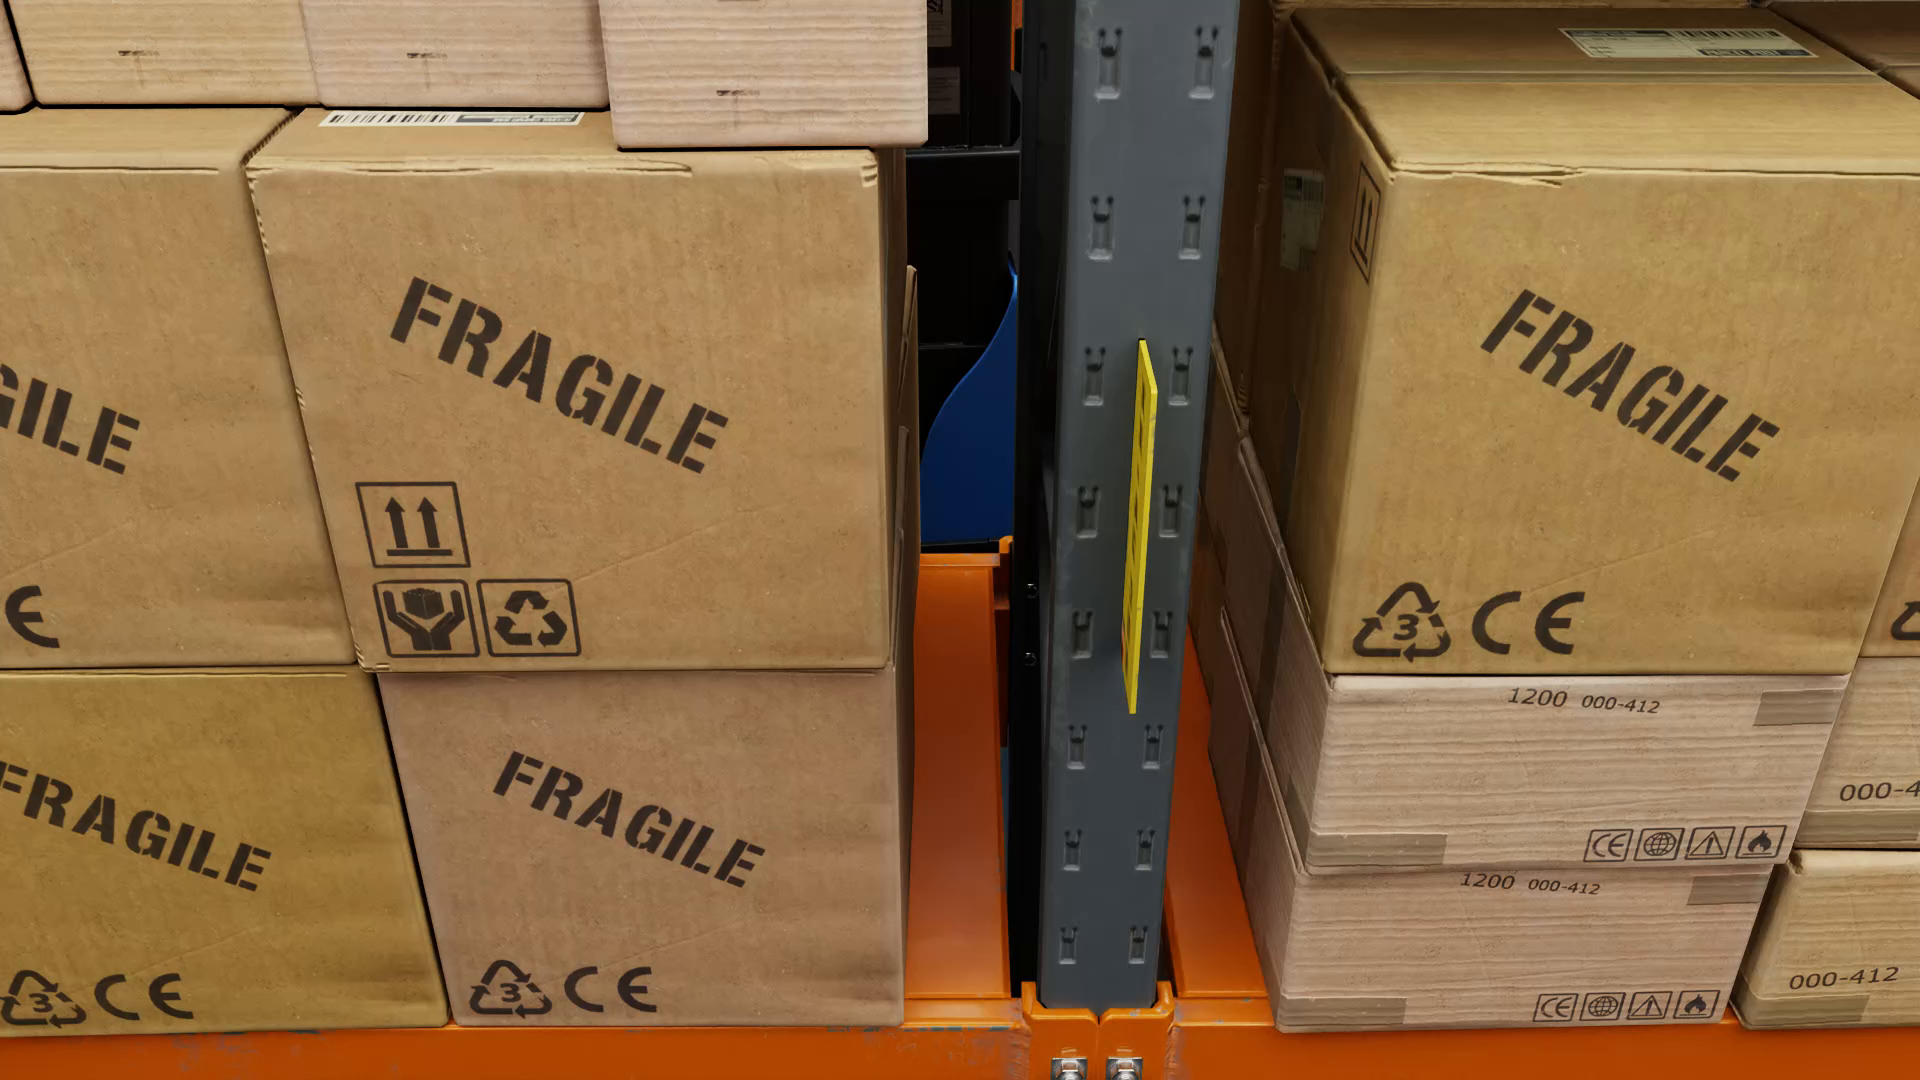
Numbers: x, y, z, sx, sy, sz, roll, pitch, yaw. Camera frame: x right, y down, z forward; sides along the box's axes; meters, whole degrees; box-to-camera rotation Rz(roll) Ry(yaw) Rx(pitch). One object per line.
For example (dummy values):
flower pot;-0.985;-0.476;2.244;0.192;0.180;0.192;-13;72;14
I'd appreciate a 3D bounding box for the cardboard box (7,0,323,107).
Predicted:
cardboard box;-0.669;-0.531;1.548;0.250;0.149;0.380;0;31;0

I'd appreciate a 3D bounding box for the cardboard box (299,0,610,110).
cardboard box;-0.420;-0.527;1.541;0.250;0.149;0.380;1;31;1

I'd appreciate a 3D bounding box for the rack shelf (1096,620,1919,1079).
rack shelf;2.150;0.411;2.374;4.000;0.370;1.077;0;31;0

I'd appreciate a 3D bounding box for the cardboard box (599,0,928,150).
cardboard box;-0.156;-0.472;1.450;0.250;0.149;0.380;-1;31;-1

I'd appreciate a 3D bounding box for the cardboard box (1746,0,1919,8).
cardboard box;1.113;-0.497;2.118;0.500;0.500;0.500;0;31;1

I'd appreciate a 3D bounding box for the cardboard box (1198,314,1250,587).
cardboard box;0.590;-0.167;2.296;0.500;0.250;0.500;0;31;0

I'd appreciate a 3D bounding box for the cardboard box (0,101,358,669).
cardboard box;-0.827;-0.218;1.658;0.500;0.500;0.500;-1;31;-1

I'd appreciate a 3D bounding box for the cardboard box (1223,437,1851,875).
cardboard box;0.592;0.105;1.847;0.500;0.250;0.500;-1;31;-2

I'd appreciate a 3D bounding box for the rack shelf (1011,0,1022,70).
rack shelf;2.117;-2.163;6.618;4.000;0.370;1.077;0;31;0

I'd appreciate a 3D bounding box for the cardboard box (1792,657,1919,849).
cardboard box;1.113;0.089;1.874;0.500;0.250;0.500;0;31;0

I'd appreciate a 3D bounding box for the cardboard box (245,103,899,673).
cardboard box;-0.320;-0.216;1.653;0.500;0.500;0.500;0;31;-1

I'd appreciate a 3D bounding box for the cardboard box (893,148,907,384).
cardboard box;-0.327;-0.484;2.096;0.500;0.500;0.500;0;31;0

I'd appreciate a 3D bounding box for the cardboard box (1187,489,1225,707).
cardboard box;0.598;0.042;2.434;0.500;0.250;0.500;-1;31;-1

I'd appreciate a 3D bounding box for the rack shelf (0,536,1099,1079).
rack shelf;-1.849;0.424;2.353;4.000;0.370;1.077;0;31;0

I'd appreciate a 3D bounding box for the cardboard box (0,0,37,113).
cardboard box;-0.922;-0.521;1.532;0.250;0.149;0.380;0;31;-1

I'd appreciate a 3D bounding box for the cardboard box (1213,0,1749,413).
cardboard box;0.596;-0.492;2.109;0.500;0.500;0.500;1;31;1

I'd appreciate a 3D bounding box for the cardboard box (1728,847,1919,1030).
cardboard box;1.110;0.307;1.996;0.500;0.250;0.500;-1;31;-2

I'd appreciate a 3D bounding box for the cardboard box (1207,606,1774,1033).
cardboard box;0.592;0.310;1.993;0.500;0.250;0.500;-1;31;-1

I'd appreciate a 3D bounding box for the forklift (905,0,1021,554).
forklift;-0.622;-1.217;4.431;3.031;2.935;1.130;-3;31;-5

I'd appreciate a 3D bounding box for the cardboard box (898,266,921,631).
cardboard box;-0.320;-0.067;2.373;0.500;0.500;0.500;1;31;1

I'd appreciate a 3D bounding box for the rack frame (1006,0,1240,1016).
rack frame;0.150;0.108;2.180;0.053;2.616;0.949;0;31;0

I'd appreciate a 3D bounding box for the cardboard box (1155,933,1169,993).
cardboard box;0.770;0.795;2.691;0.875;0.875;0.875;1;31;1

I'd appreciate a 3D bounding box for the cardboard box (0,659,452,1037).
cardboard box;-0.826;0.206;1.923;0.500;0.500;0.500;-1;31;-2

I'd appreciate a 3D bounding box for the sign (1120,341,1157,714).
sign;0.155;-0.006;1.457;0.005;0.325;0.100;0;31;0

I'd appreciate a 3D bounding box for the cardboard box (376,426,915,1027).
cardboard box;-0.312;0.201;1.930;0.500;0.500;0.500;0;31;0

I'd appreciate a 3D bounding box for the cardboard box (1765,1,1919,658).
cardboard box;1.101;-0.228;1.675;0.500;0.500;0.500;0;31;-1

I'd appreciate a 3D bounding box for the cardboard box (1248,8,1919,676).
cardboard box;0.592;-0.213;1.648;0.500;0.500;0.500;0;31;0
